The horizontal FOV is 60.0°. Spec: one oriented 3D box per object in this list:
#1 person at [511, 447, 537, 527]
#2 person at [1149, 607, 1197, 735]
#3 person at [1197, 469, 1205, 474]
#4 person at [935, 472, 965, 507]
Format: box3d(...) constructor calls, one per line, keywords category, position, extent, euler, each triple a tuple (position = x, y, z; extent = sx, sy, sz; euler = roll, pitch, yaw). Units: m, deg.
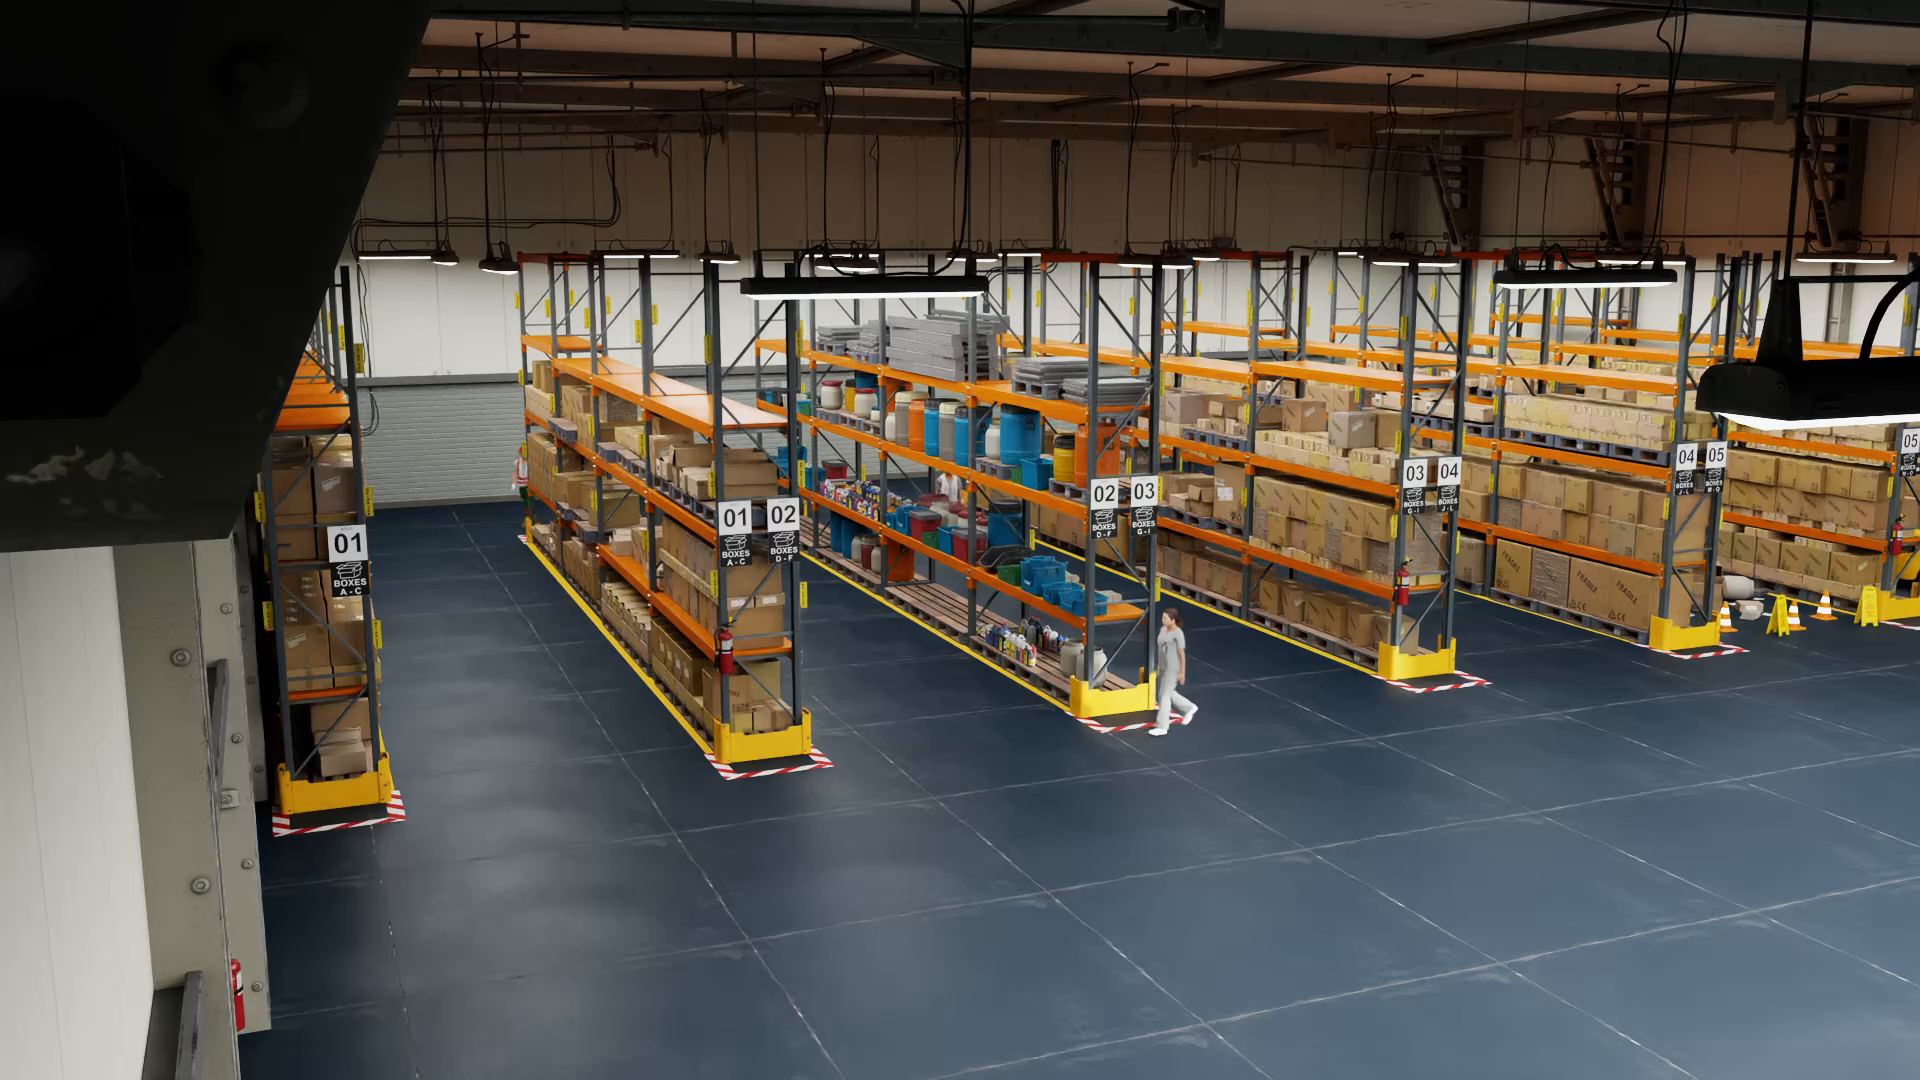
box3d(category="person", position=(-9.592, -1.210, 36.680), extent=(0.518, 1.724, 1.061), euler=(2, 11, 11))
box3d(category="person", position=(2.755, 1.659, 21.393), extent=(0.824, 1.651, 0.536), euler=(-5, 11, -23))
box3d(category="person", position=(4.896, -0.662, 34.089), extent=(0.452, 1.625, 0.948), euler=(-5, 11, -25))
box3d(category="person", position=(-0.213, -0.753, 34.164), extent=(0.604, 1.724, 1.034), euler=(-4, 11, -21))
